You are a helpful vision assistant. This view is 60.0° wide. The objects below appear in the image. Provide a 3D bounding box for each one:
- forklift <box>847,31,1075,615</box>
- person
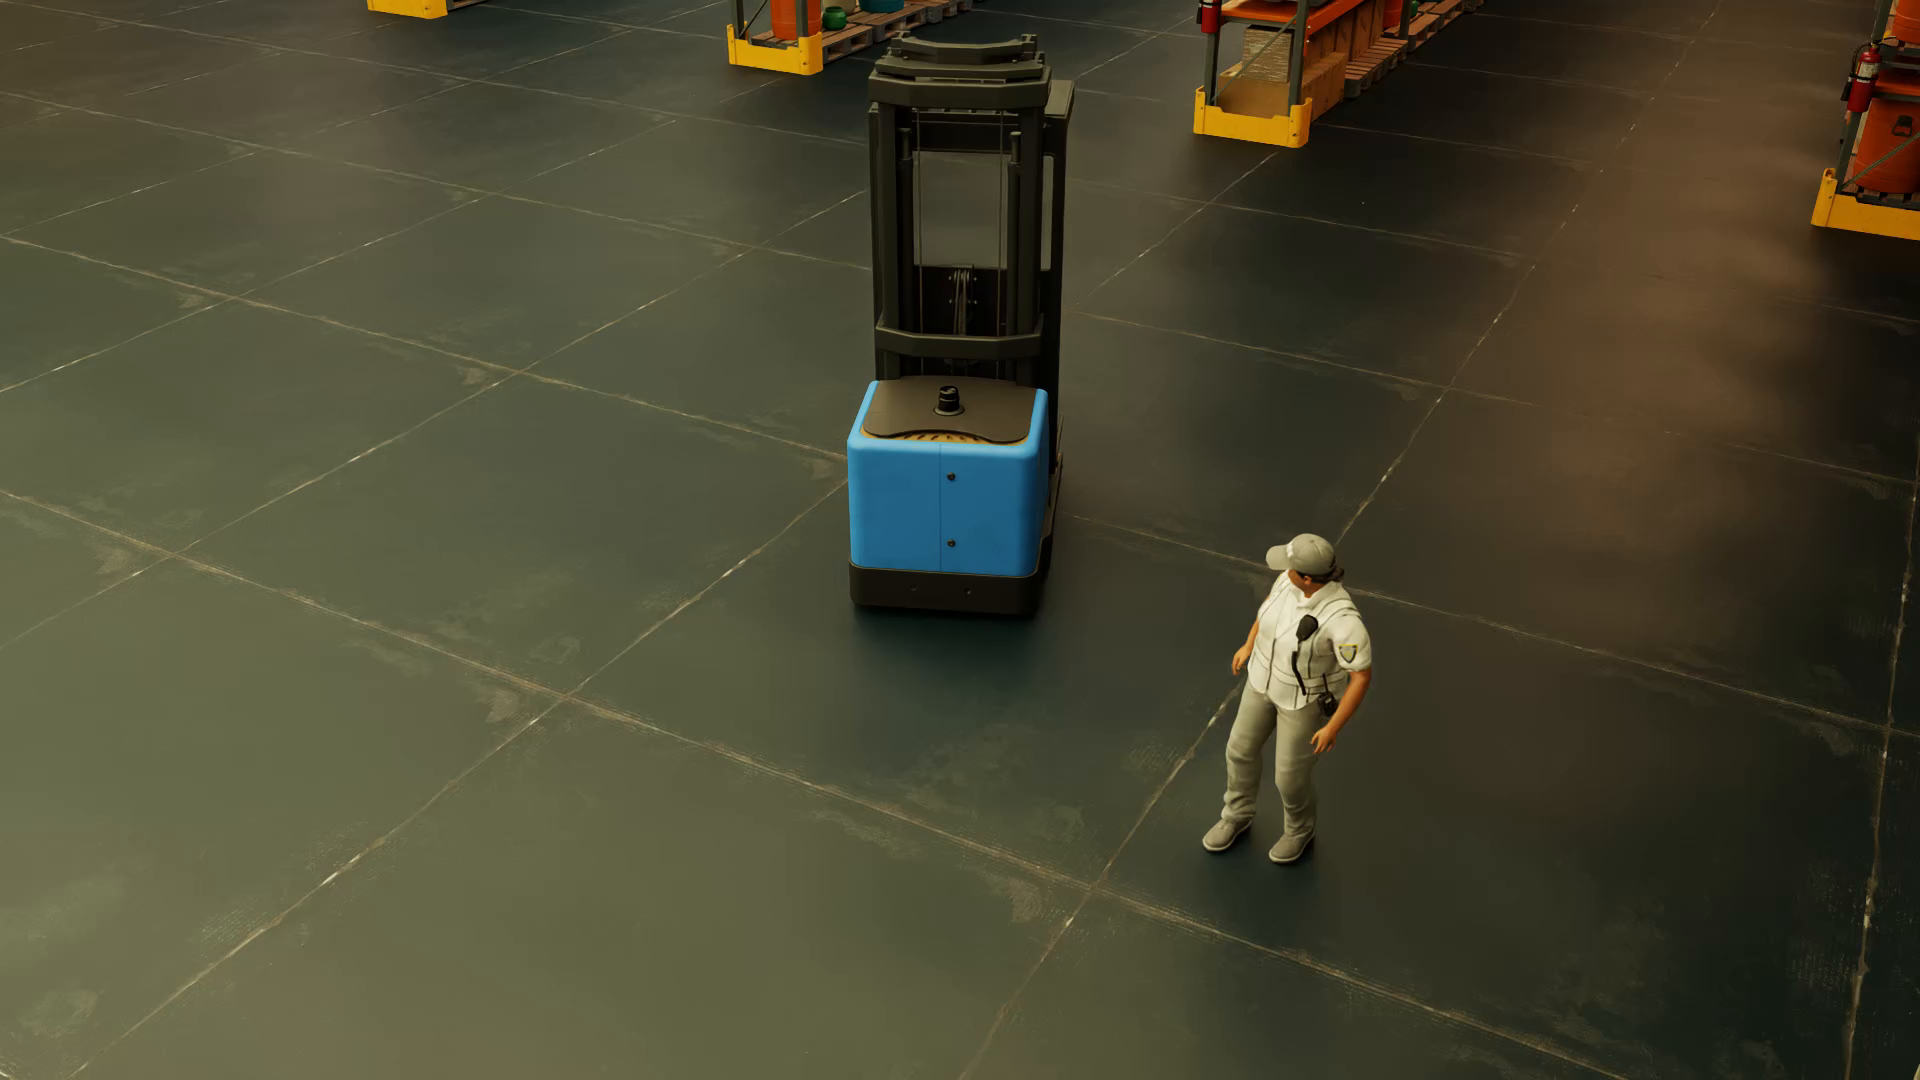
[{"bbox_3d":[0.072,-1.572,9.794,1.130,2.935,3.031,3,30,6],"label":"forklift"},{"bbox_3d":[1.411,0.687,7.170,0.508,1.648,0.685,-21,36,-32],"label":"person"}]
